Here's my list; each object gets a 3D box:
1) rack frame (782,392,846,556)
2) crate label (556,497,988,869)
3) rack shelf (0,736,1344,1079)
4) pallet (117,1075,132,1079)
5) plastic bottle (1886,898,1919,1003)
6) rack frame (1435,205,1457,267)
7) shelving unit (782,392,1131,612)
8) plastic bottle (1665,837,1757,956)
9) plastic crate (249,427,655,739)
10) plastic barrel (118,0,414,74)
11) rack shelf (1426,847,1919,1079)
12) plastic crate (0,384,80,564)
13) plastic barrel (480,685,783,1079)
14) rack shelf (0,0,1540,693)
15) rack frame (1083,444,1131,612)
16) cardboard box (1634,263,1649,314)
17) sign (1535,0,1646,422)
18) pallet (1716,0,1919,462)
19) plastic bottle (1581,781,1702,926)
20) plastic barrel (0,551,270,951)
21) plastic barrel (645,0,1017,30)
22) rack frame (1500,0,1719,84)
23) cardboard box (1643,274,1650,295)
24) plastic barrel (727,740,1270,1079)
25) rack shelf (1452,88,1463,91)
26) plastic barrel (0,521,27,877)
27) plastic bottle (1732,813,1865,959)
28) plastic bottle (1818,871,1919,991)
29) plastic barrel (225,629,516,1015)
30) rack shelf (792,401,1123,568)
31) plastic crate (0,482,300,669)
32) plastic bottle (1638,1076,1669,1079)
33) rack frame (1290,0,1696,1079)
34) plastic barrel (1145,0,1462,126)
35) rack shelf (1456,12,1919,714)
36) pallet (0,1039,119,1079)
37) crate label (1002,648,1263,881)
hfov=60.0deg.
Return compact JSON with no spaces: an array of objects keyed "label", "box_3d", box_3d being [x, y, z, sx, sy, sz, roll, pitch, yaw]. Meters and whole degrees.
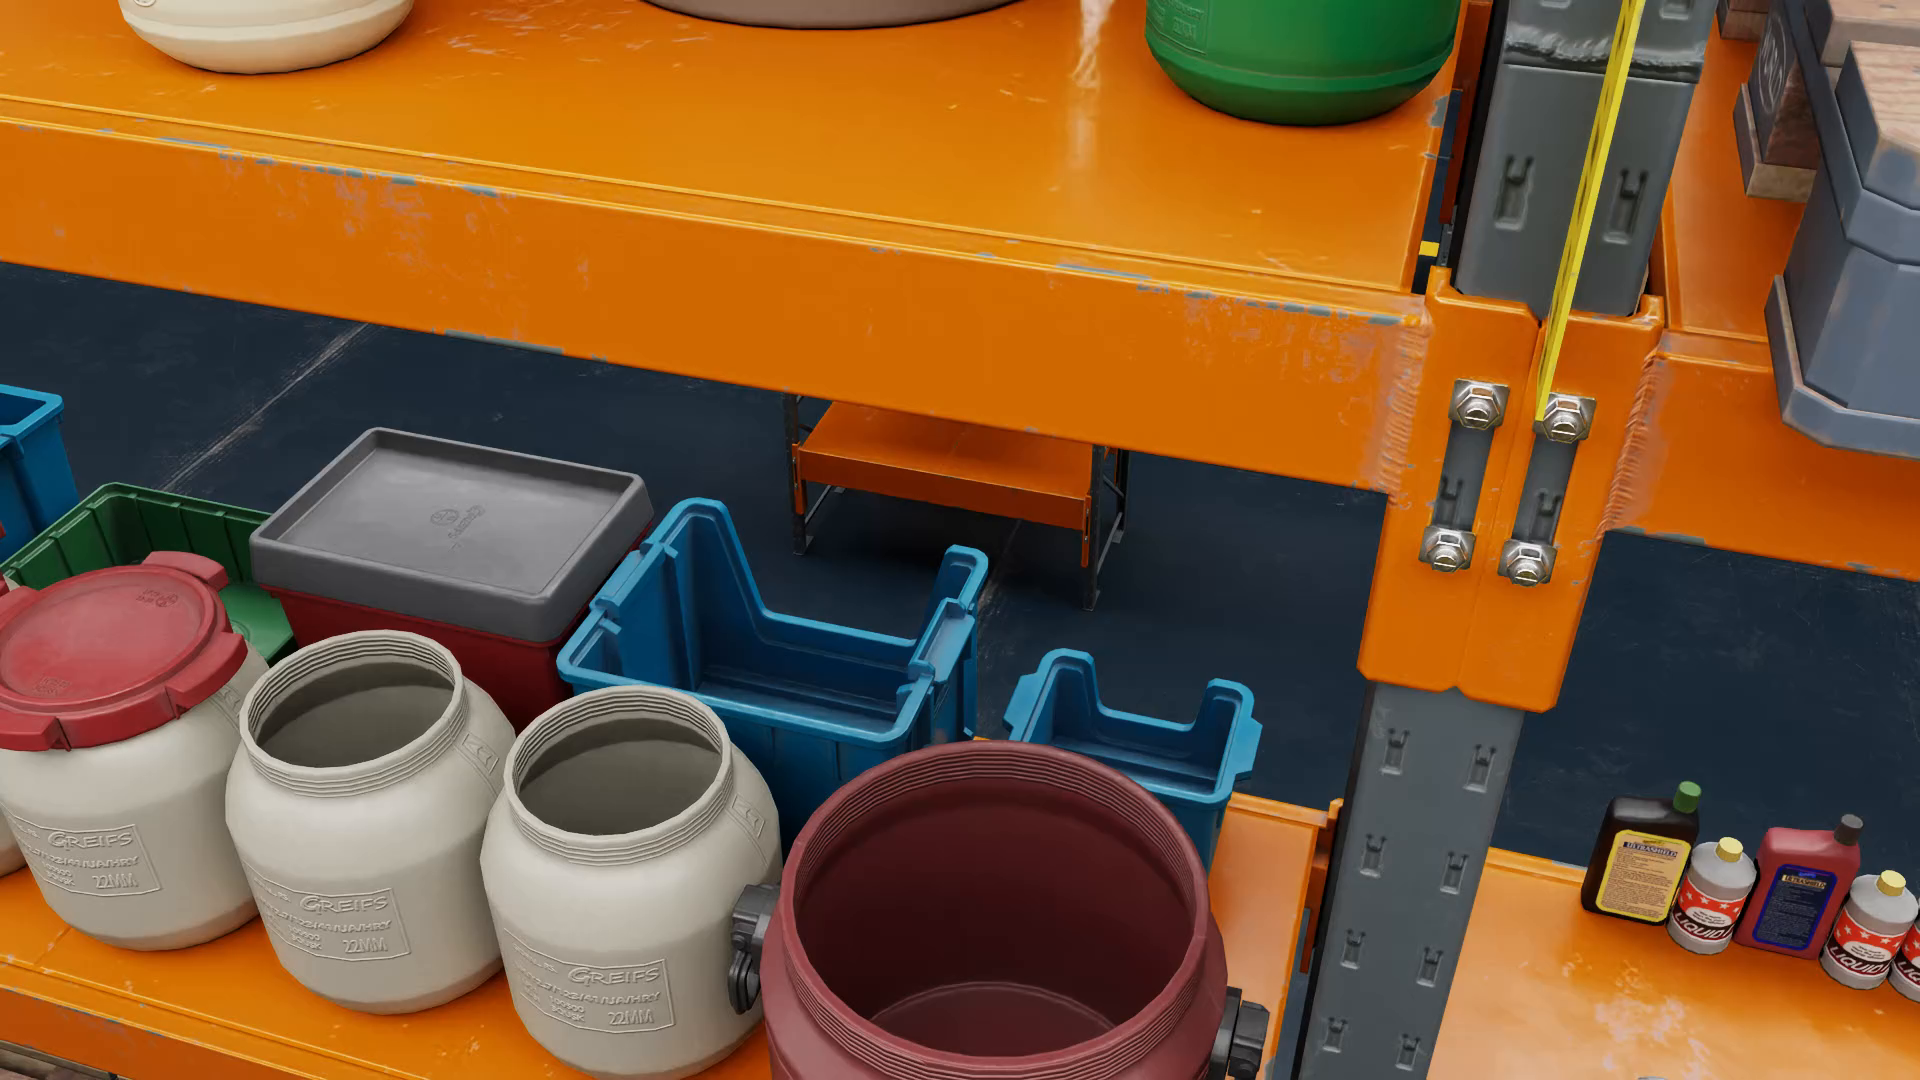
[{"label":"rack frame","box_3d":[-0.479,-0.542,5.537,0.032,1.125,0.500,10,38,14]},{"label":"crate label","box_3d":[-0.291,0.270,2.823,0.616,0.435,0.502,10,38,14]},{"label":"rack shelf","box_3d":[-1.333,0.549,3.080,4.000,0.370,1.077,10,38,14]},{"label":"pallet","box_3d":[-1.312,1.360,3.724,1.213,0.211,1.003,10,38,14]},{"label":"plastic bottle","box_3d":[1.507,0.612,2.556,0.097,0.201,0.097,0,36,0]},{"label":"rack frame","box_3d":[2.057,-2.189,6.194,0.127,3.000,1.000,10,38,14]},{"label":"shelving unit","box_3d":[0.006,-0.452,5.415,1.048,1.125,0.538,10,38,14]},{"label":"plastic bottle","box_3d":[1.194,0.554,2.635,0.097,0.201,0.097,0,36,0]},{"label":"plastic crate","box_3d":[-0.875,0.128,2.991,0.583,0.464,0.402,10,38,14]},{"label":"plastic barrel","box_3d":[-0.707,-0.632,1.664,0.301,0.262,0.301,0,36,0]},{"label":"rack shelf","box_3d":[2.485,1.256,2.120,4.000,0.370,1.077,10,38,14]},{"label":"plastic crate","box_3d":[-2.096,-0.069,3.326,0.575,0.384,0.392,10,38,14]},{"label":"plastic barrel","box_3d":[-0.469,0.507,2.436,0.421,0.512,0.421,0,36,0]},{"label":"rack shelf","box_3d":[-1.333,-0.659,2.191,4.000,0.370,1.077,10,38,14]},{"label":"rack frame","box_3d":[0.492,-0.362,5.293,0.032,1.125,0.500,10,38,14]},{"label":"cardboard box","box_3d":[2.406,-1.117,6.475,0.500,0.500,0.500,12,38,16]},{"label":"sign","box_3d":[0.419,-0.240,1.104,0.005,0.325,0.100,10,38,14]},{"label":"pallet","box_3d":[1.277,-0.328,1.295,1.213,0.211,1.003,10,38,14]},{"label":"plastic bottle","box_3d":[1.090,0.490,2.652,0.133,0.283,0.061,10,38,14]},{"label":"plastic barrel","box_3d":[-1.281,0.351,2.629,0.433,0.535,0.433,0,36,0]},{"label":"plastic barrel","box_3d":[-0.143,-1.065,1.713,0.600,0.901,0.600,0,36,0]},{"label":"rack frame","box_3d":[0.576,-1.803,0.608,0.127,3.000,1.000,10,38,14]},{"label":"cardboard box","box_3d":[2.907,-1.028,6.354,0.500,0.500,0.500,9,37,12]},{"label":"plastic barrel","box_3d":[0.043,0.648,2.225,0.708,0.536,0.600,10,38,14]},{"label":"rack shelf","box_3d":[0.148,-2.253,6.887,4.000,0.370,1.077,10,38,14]},{"label":"plastic barrel","box_3d":[-1.694,0.274,2.732,0.433,0.535,0.433,0,36,0]},{"label":"plastic bottle","box_3d":[1.310,0.531,2.597,0.133,0.283,0.061,10,38,14]},{"label":"plastic bottle","box_3d":[1.415,0.595,2.579,0.097,0.201,0.097,0,36,0]},{"label":"plastic barrel","box_3d":[-0.871,0.433,2.538,0.421,0.512,0.421,0,36,0]},{"label":"rack shelf","box_3d":[0.006,-0.255,5.560,1.000,0.278,0.538,10,38,14]},{"label":"plastic crate","box_3d":[-1.495,0.139,3.209,0.662,0.188,0.450,10,38,14]},{"label":"plastic bottle","box_3d":[0.938,0.836,2.188,0.135,0.276,0.152,10,38,14]},{"label":"rack frame","box_3d":[0.576,0.613,2.387,0.127,3.000,1.000,10,38,14]},{"label":"plastic barrel","box_3d":[0.325,-0.547,1.564,0.294,0.245,0.294,0,36,0]},{"label":"rack shelf","box_3d":[2.485,0.048,1.230,4.000,0.370,1.077,10,38,14]},{"label":"pallet","box_3d":[-2.481,1.146,4.015,1.213,0.211,1.003,10,38,14]},{"label":"crate label","box_3d":[0.286,0.394,2.826,0.416,0.233,0.303,10,38,14]}]
